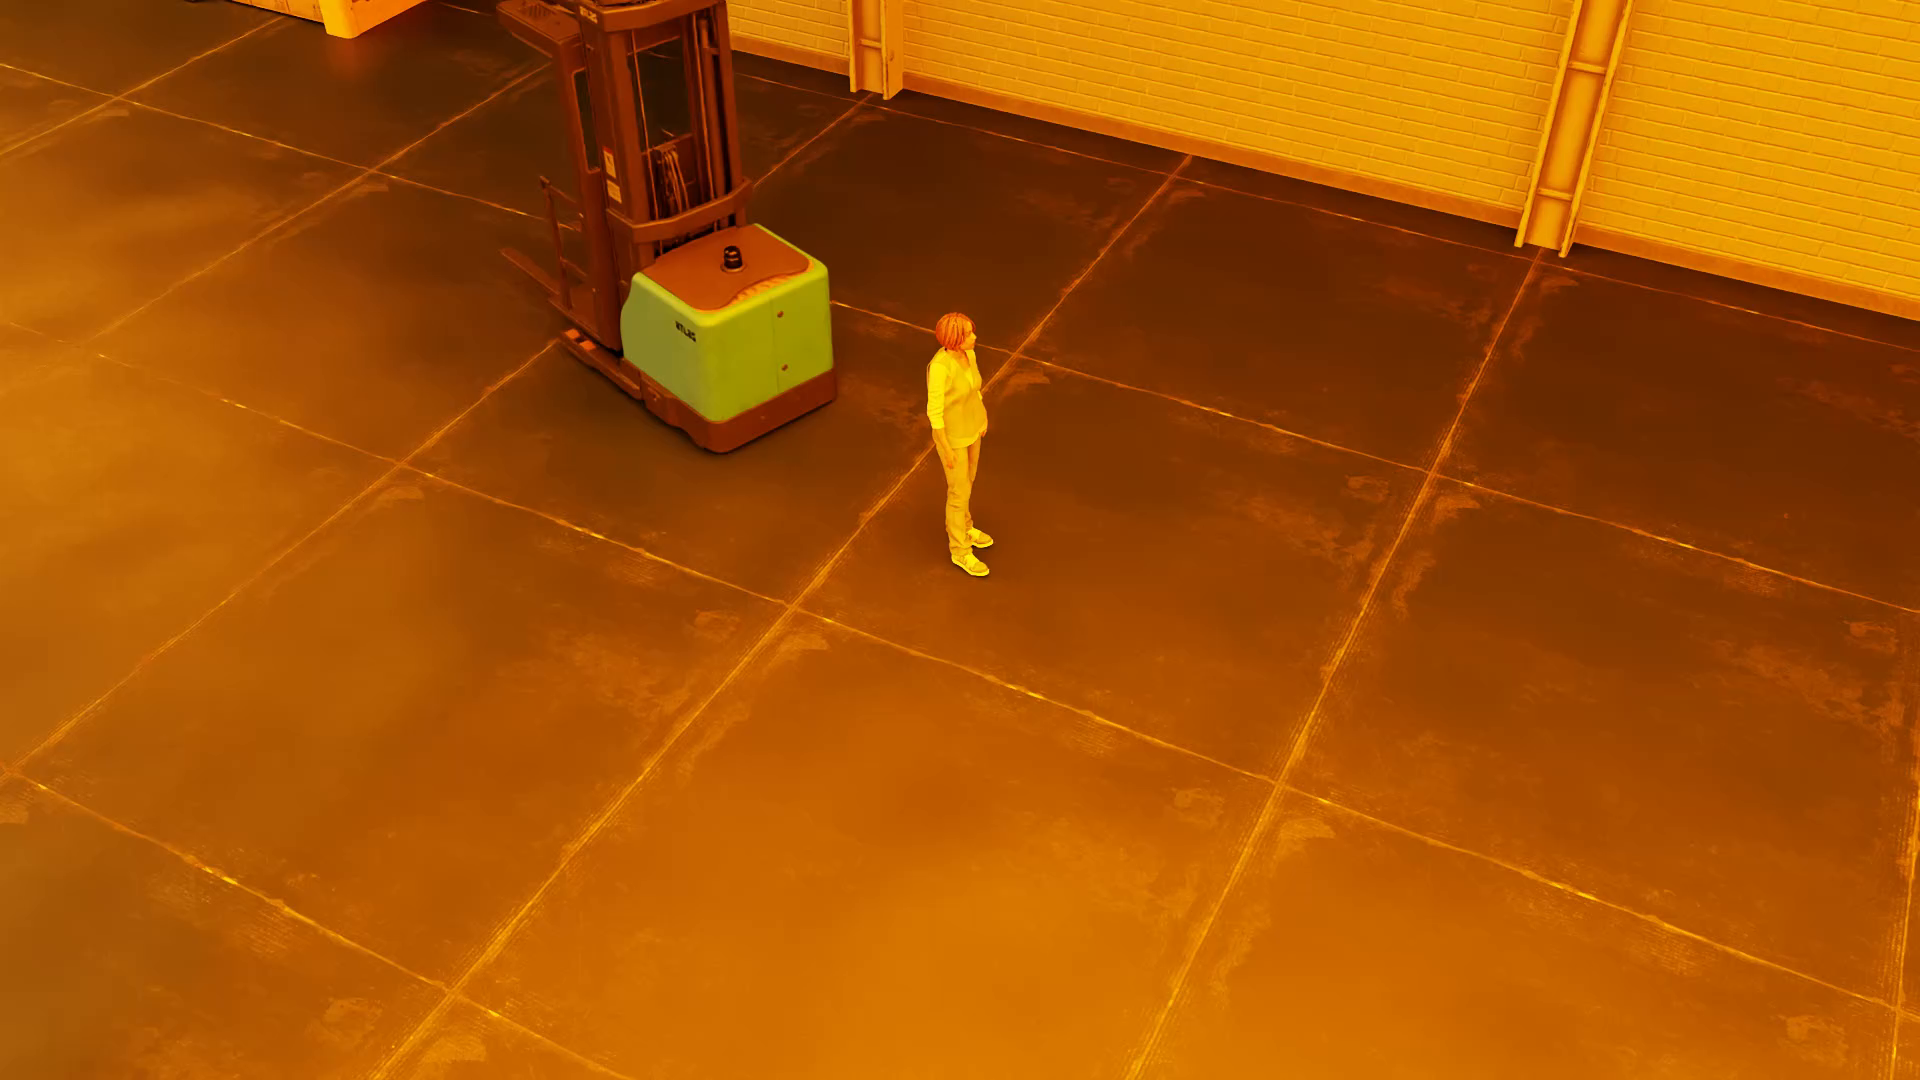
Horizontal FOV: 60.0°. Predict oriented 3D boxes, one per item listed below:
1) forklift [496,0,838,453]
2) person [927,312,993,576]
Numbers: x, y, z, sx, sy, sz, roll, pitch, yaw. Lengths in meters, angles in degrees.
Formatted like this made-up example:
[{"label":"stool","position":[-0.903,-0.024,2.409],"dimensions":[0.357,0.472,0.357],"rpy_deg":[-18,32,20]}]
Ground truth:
[{"label":"forklift","position":[-2.196,-2.556,11.021],"dimensions":[1.130,2.935,3.031],"rpy_deg":[-30,49,-31]},{"label":"person","position":[0.060,-0.586,9.707],"dimensions":[0.473,1.599,0.520],"rpy_deg":[18,43,21]}]
